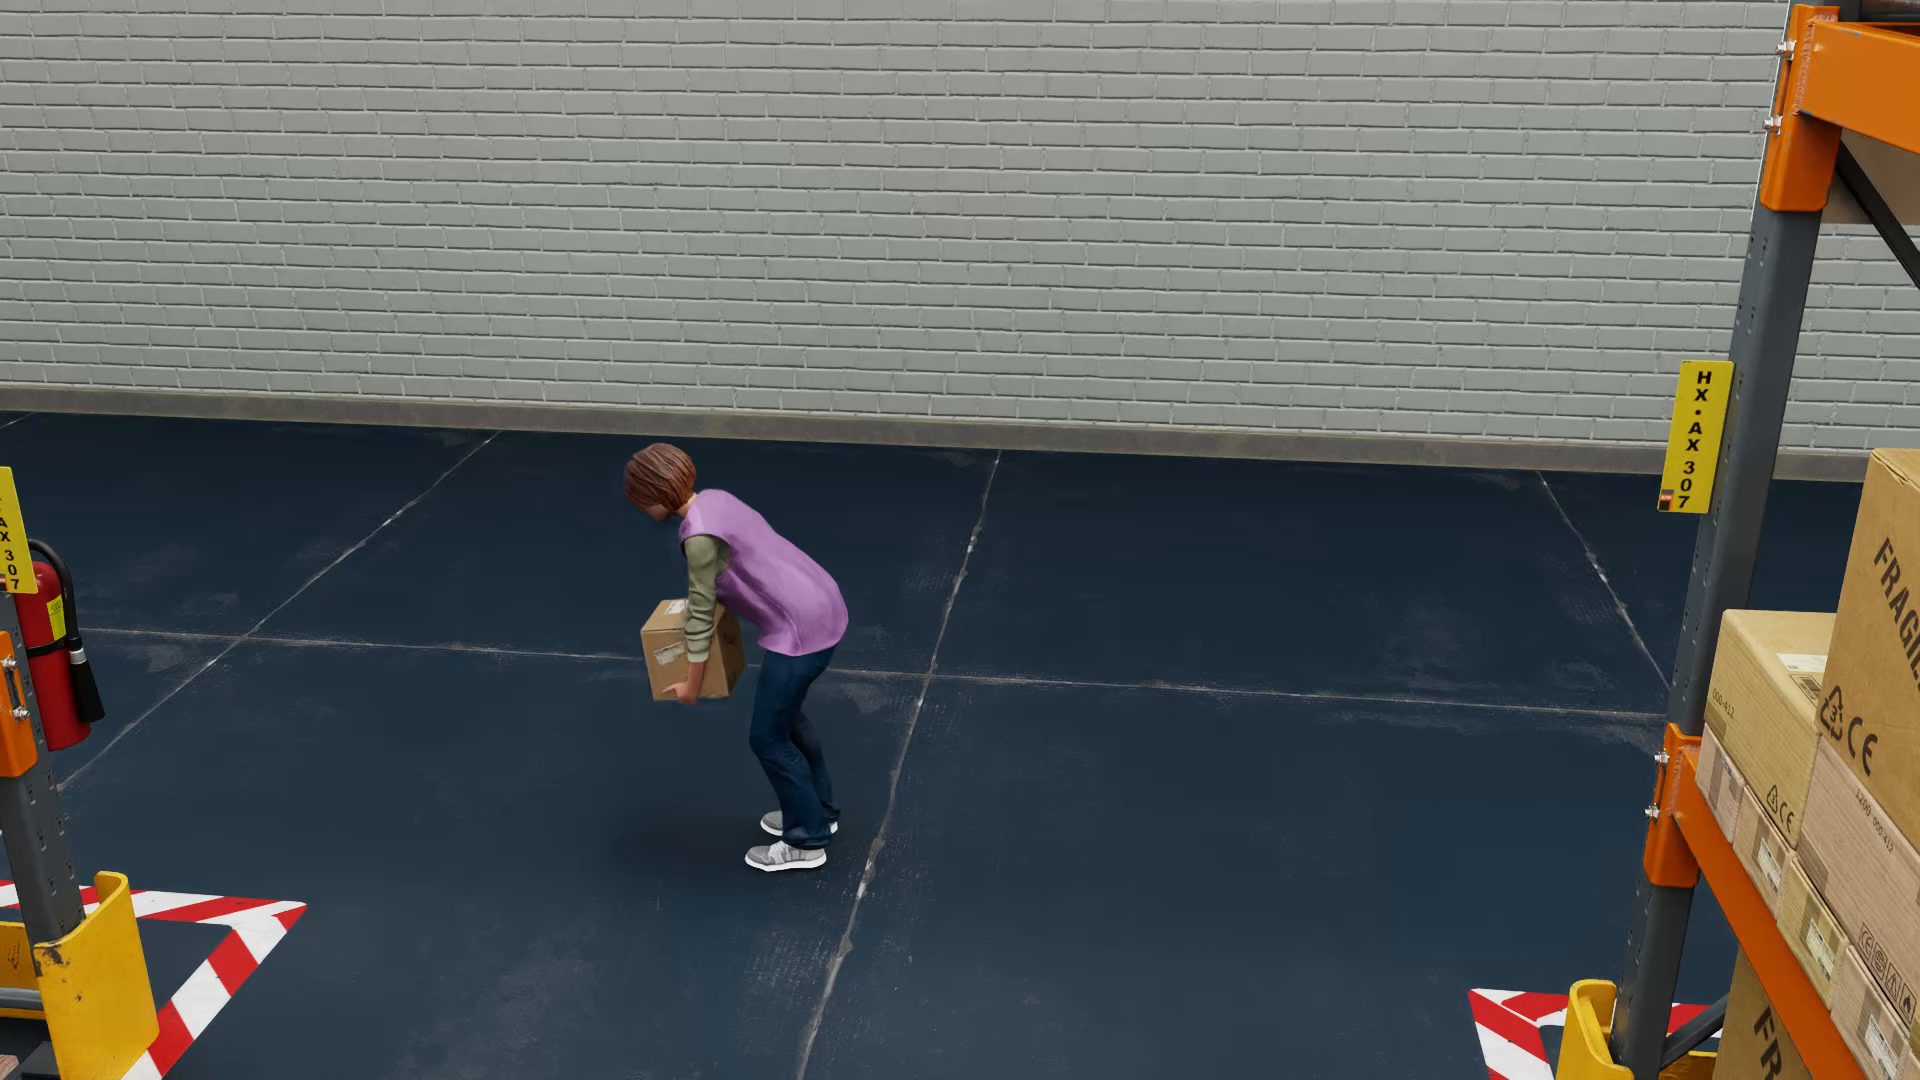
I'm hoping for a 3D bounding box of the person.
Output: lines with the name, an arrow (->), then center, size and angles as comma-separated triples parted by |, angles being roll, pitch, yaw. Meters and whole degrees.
person -> -0.703, 0.385, 5.387 | 0.690, 1.409, 0.377 | 2, 22, 5
